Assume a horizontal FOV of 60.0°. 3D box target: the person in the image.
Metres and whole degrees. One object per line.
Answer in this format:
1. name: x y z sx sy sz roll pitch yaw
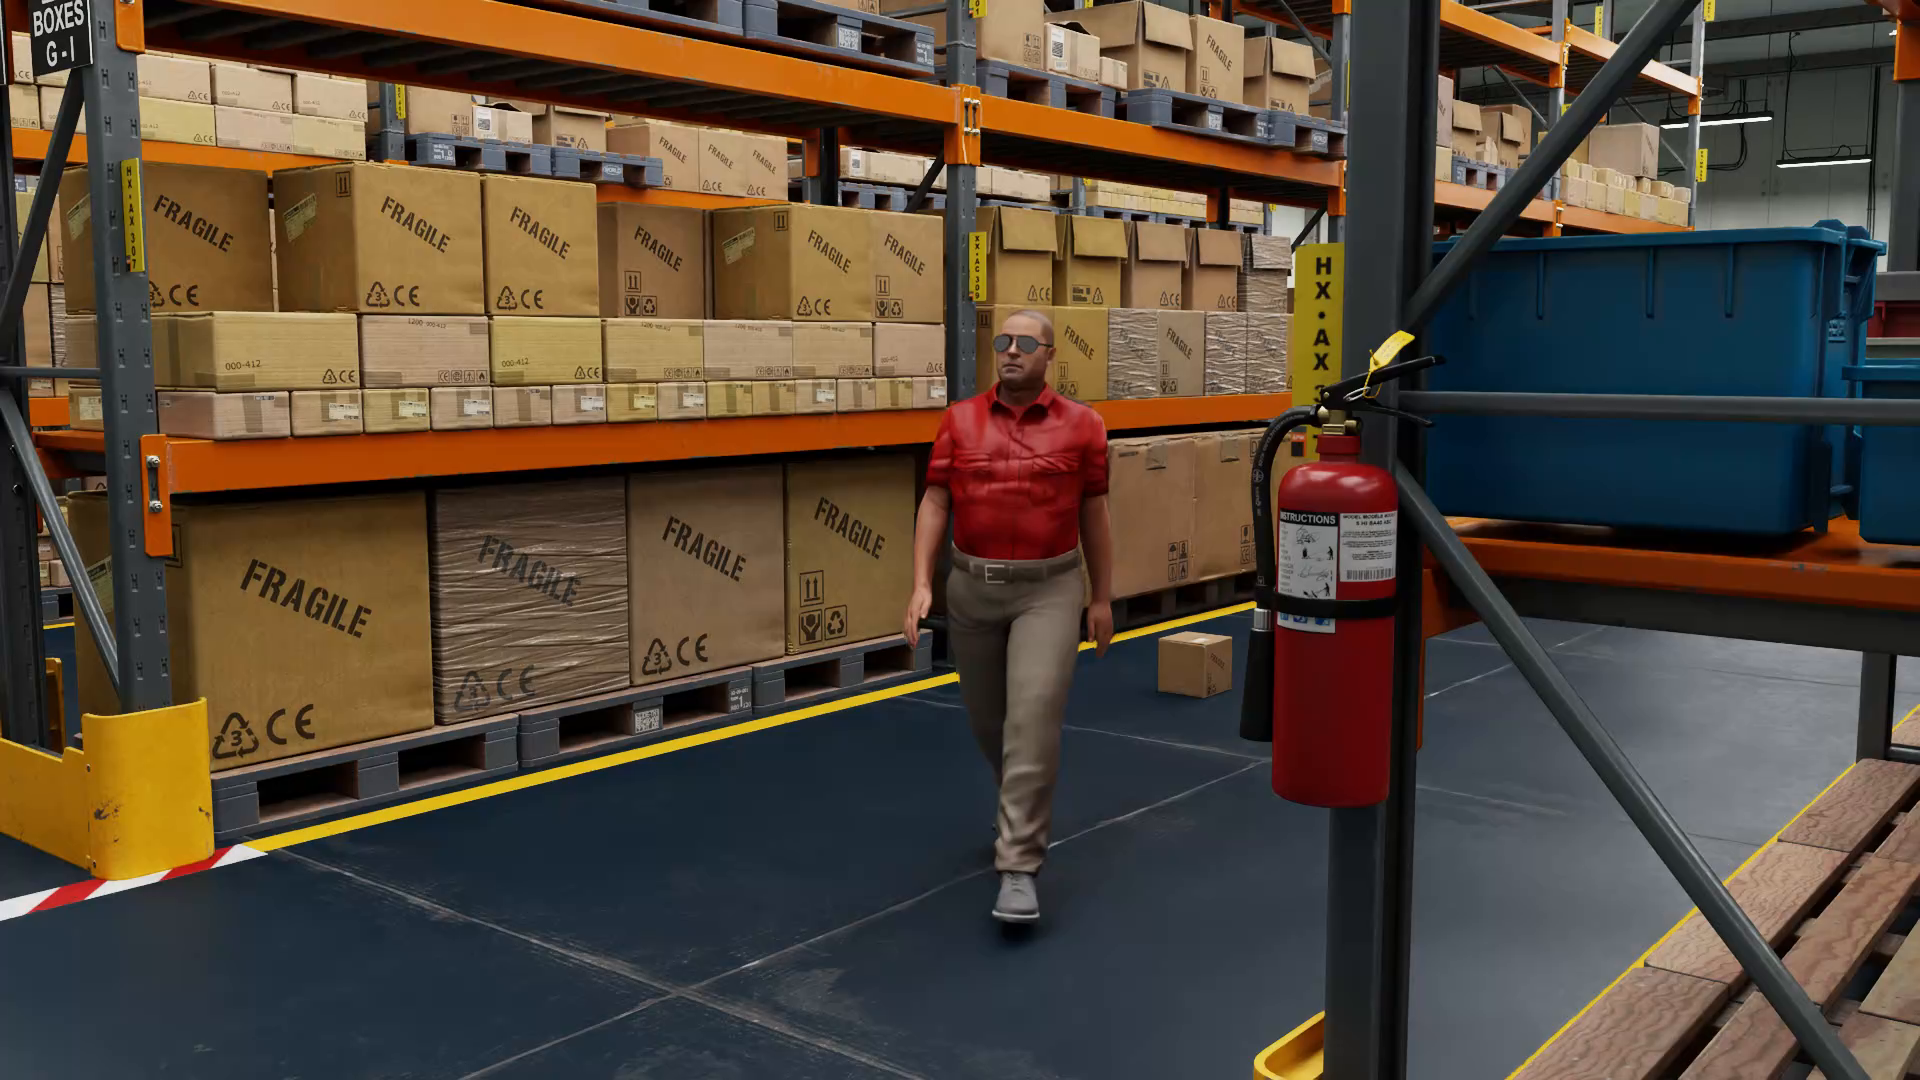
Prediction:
1. person: 0.143 0.167 4.865 0.561 1.673 1.035 2 7 15
